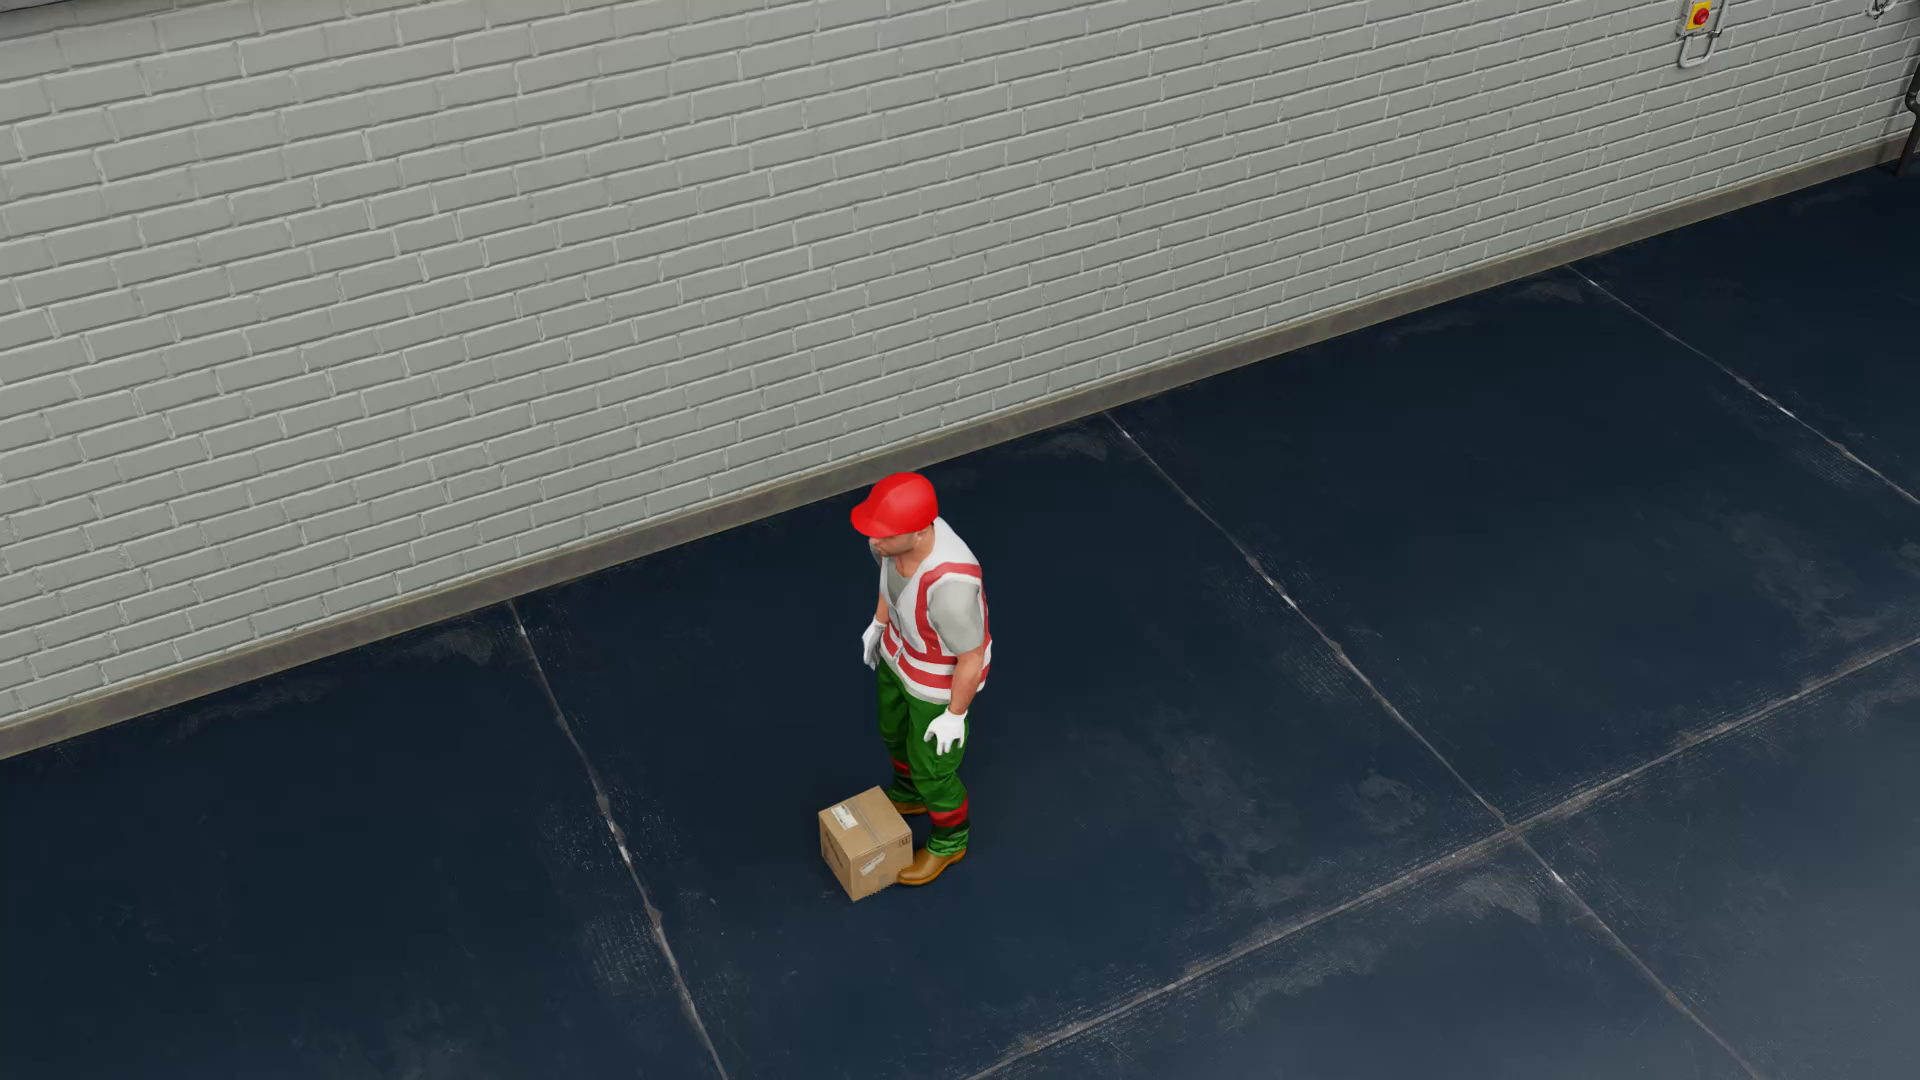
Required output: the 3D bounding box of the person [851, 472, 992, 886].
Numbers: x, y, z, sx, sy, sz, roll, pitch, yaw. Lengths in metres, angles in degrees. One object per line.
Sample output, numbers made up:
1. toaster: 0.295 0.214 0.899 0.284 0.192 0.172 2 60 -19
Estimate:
1. person: -0.140 0.453 5.623 0.447 1.778 0.592 -20 45 -22
